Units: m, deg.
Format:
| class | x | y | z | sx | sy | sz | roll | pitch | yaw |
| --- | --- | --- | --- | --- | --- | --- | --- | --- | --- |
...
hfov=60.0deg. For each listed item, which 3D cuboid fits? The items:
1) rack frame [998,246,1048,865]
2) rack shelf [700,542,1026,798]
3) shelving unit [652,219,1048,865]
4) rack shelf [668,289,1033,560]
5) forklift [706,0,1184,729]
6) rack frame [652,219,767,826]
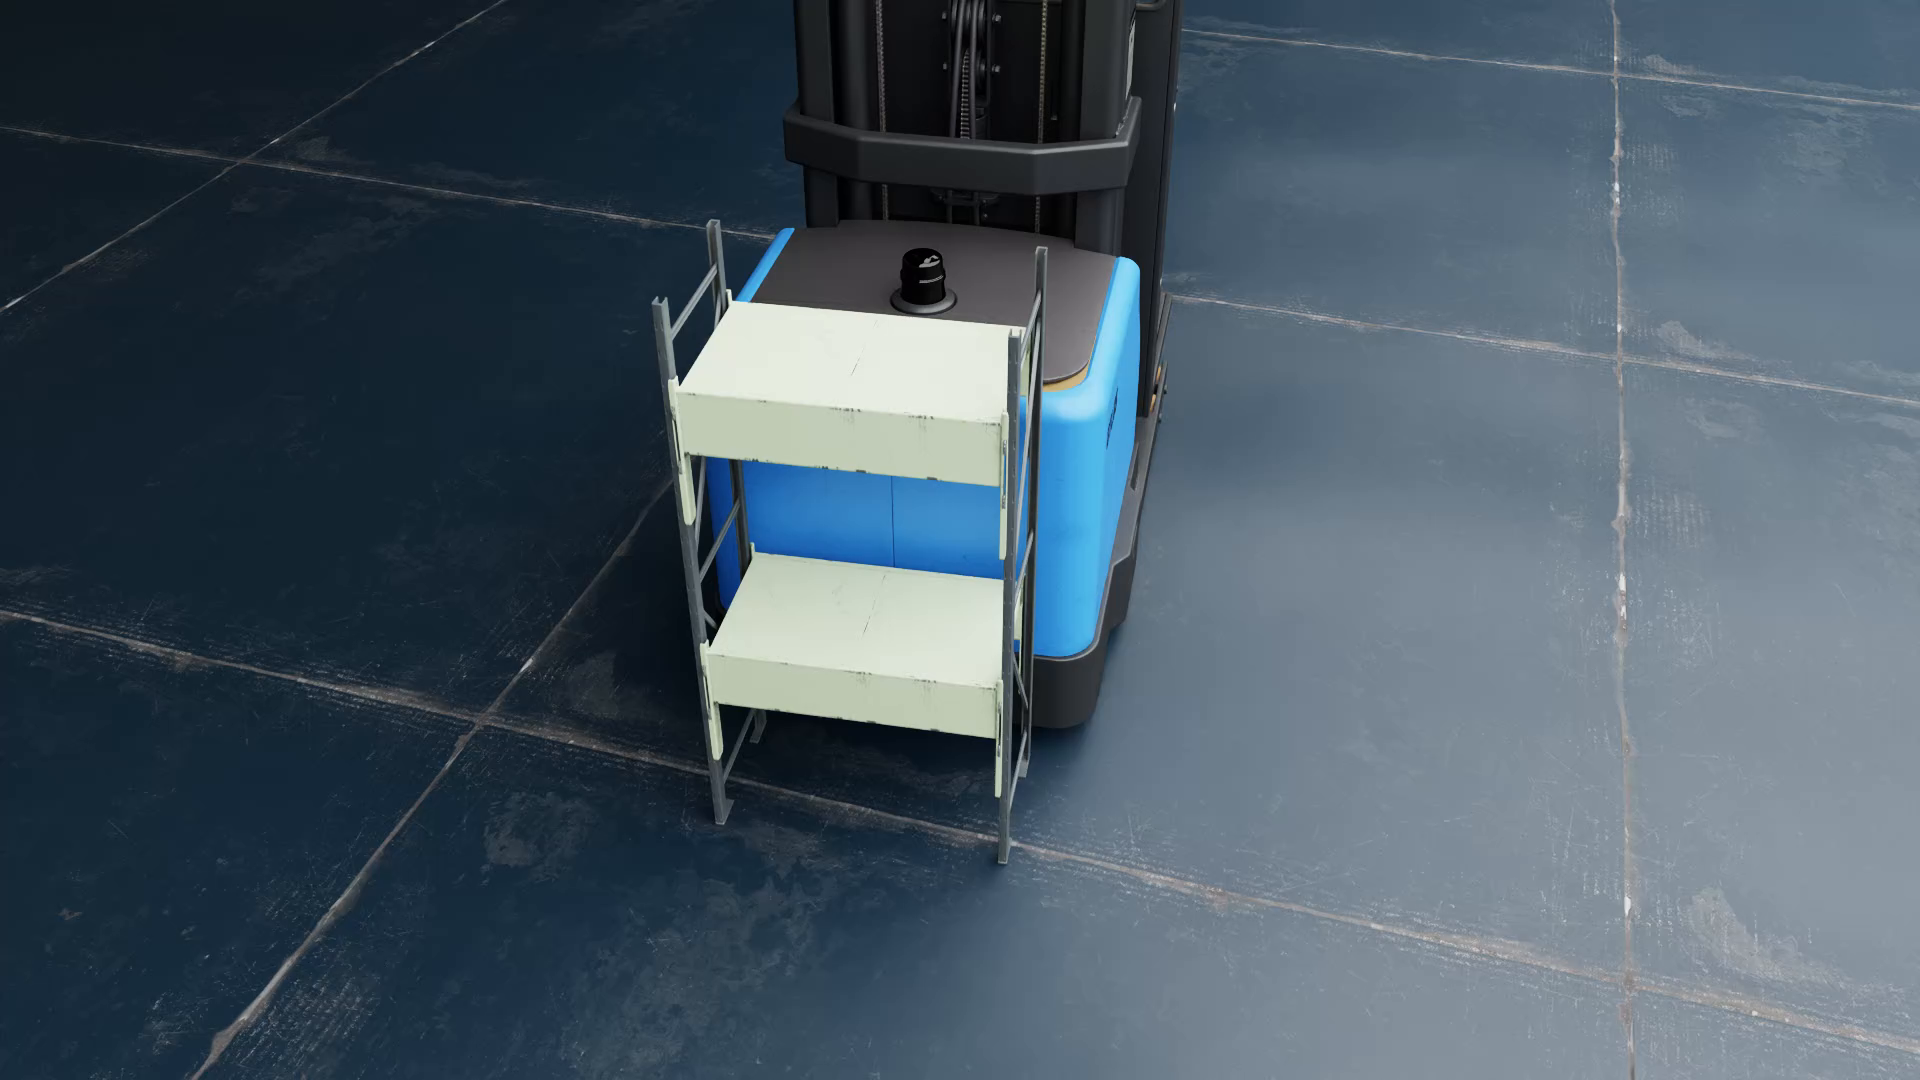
| class | x | y | z | sx | sy | sz | roll | pitch | yaw |
| --- | --- | --- | --- | --- | --- | --- | --- | --- | --- |
| rack frame | 0.141 | 0.090 | 3.863 | 0.023 | 1.500 | 0.400 | 6 | 37 | 8 |
| rack shelf | -0.219 | 0.313 | 4.110 | 0.720 | 0.370 | 0.431 | 6 | 37 | 8 |
| shelving unit | -0.219 | 0.050 | 3.916 | 0.755 | 1.500 | 0.431 | 6 | 37 | 8 |
| rack shelf | -0.219 | -0.264 | 3.685 | 0.720 | 0.370 | 0.431 | 6 | 37 | 8 |
| forklift | 0.121 | -1.547 | 4.879 | 1.130 | 2.935 | 3.031 | 7 | 37 | 9 |
| rack frame | -0.579 | 0.011 | 3.970 | 0.023 | 1.500 | 0.400 | 6 | 37 | 8 |
